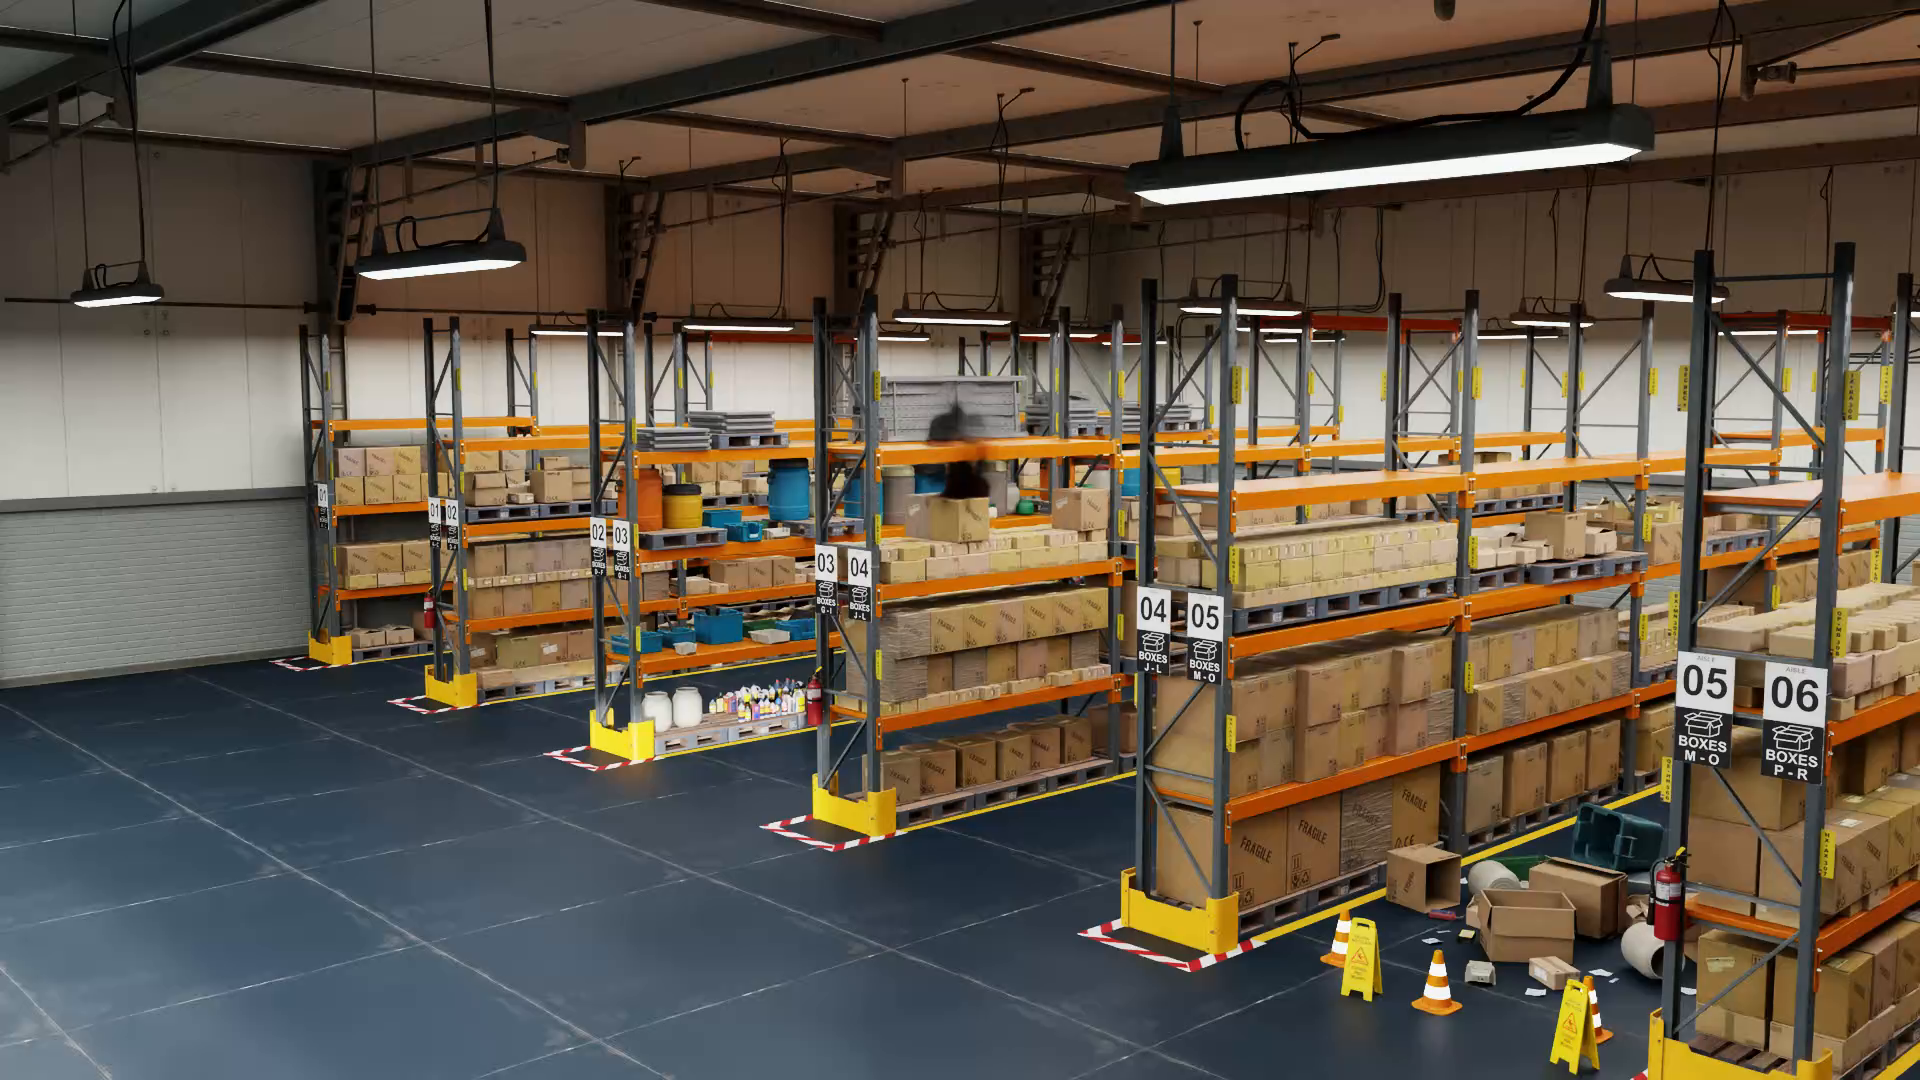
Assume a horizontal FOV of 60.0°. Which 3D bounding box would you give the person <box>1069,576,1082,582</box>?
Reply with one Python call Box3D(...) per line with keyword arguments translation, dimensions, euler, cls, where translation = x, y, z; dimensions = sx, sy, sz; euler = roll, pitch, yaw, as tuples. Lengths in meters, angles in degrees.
Box3D(translation=(2.278, 1.027, 32.771), dimensions=(0.554, 1.751, 0.746), euler=(5, 8, 43), cls="person")
